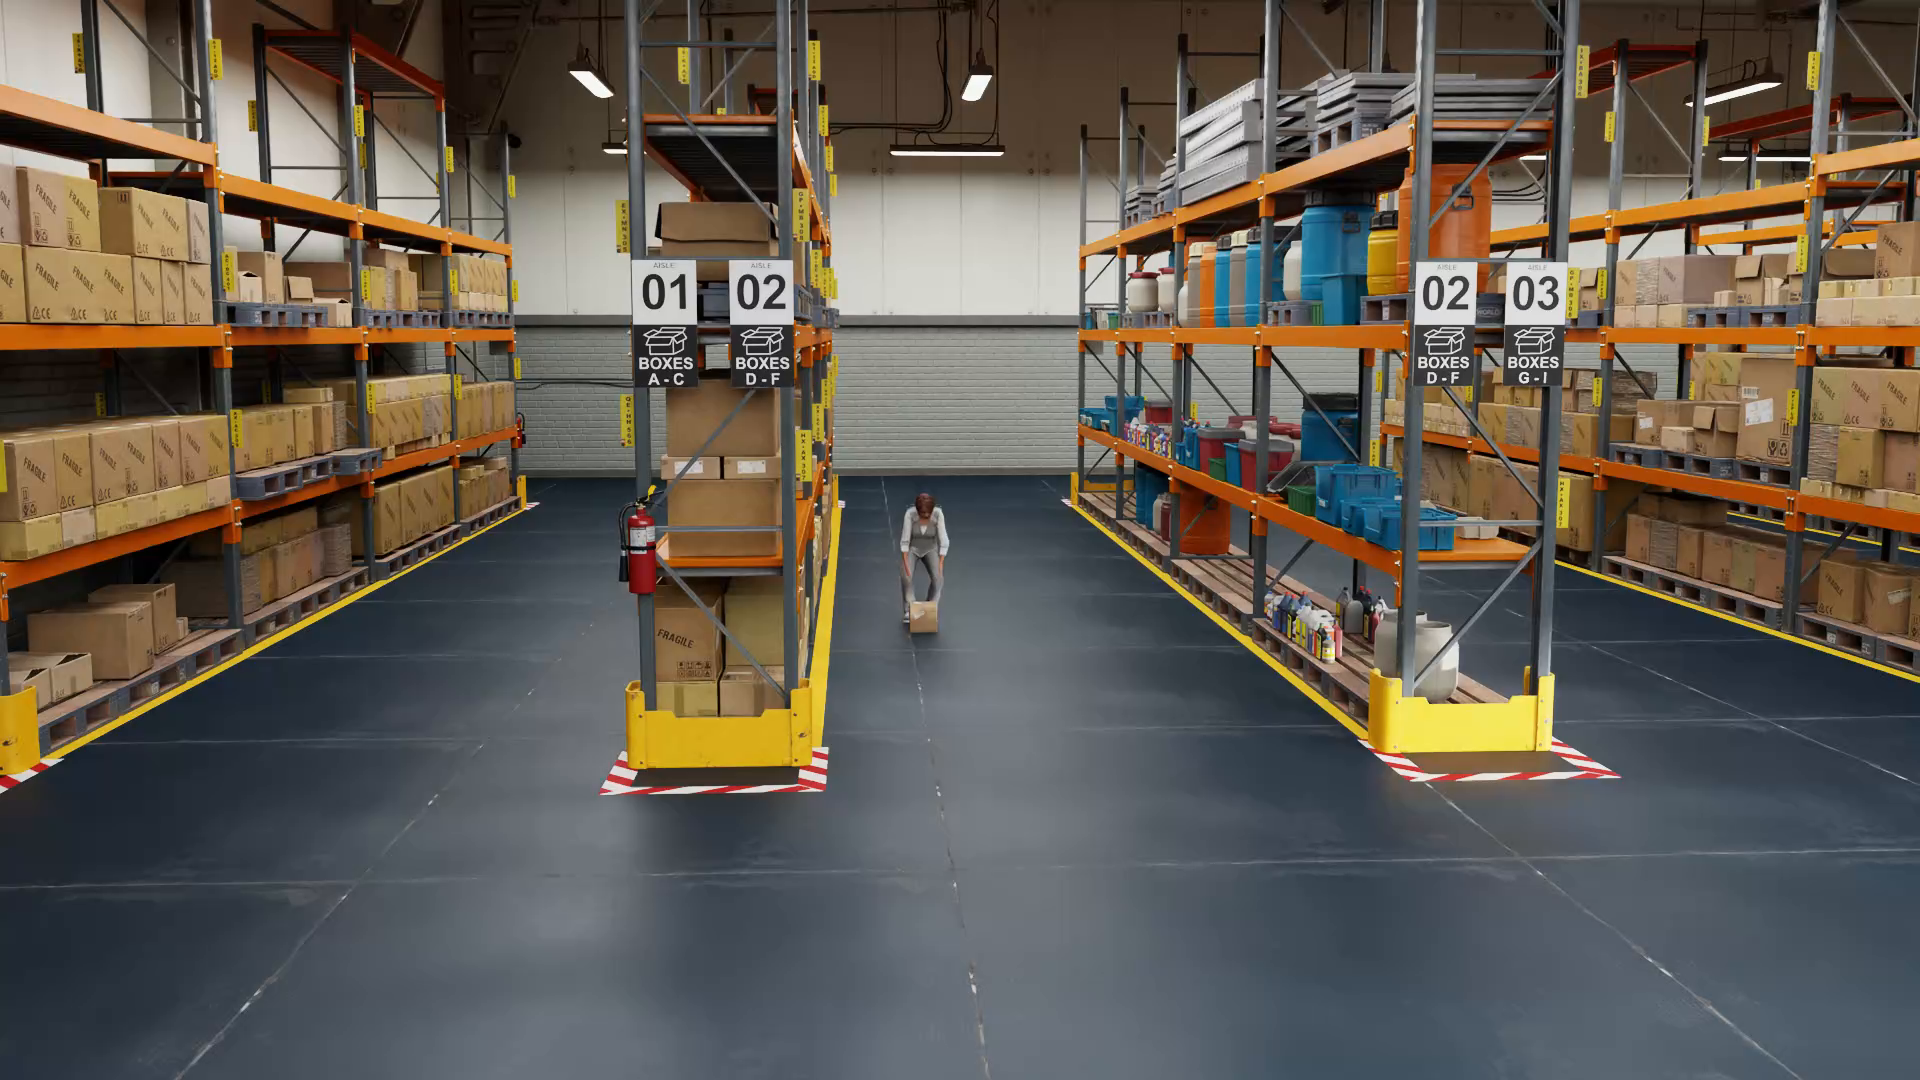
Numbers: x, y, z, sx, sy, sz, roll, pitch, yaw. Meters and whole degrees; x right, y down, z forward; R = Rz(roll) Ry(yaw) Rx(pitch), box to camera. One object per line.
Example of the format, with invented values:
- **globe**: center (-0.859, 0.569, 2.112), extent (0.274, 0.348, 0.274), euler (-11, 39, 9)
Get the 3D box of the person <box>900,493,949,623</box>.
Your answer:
- **person**: center (-0.340, 0.173, 15.843), extent (0.463, 1.250, 0.673), euler (0, 7, -3)
